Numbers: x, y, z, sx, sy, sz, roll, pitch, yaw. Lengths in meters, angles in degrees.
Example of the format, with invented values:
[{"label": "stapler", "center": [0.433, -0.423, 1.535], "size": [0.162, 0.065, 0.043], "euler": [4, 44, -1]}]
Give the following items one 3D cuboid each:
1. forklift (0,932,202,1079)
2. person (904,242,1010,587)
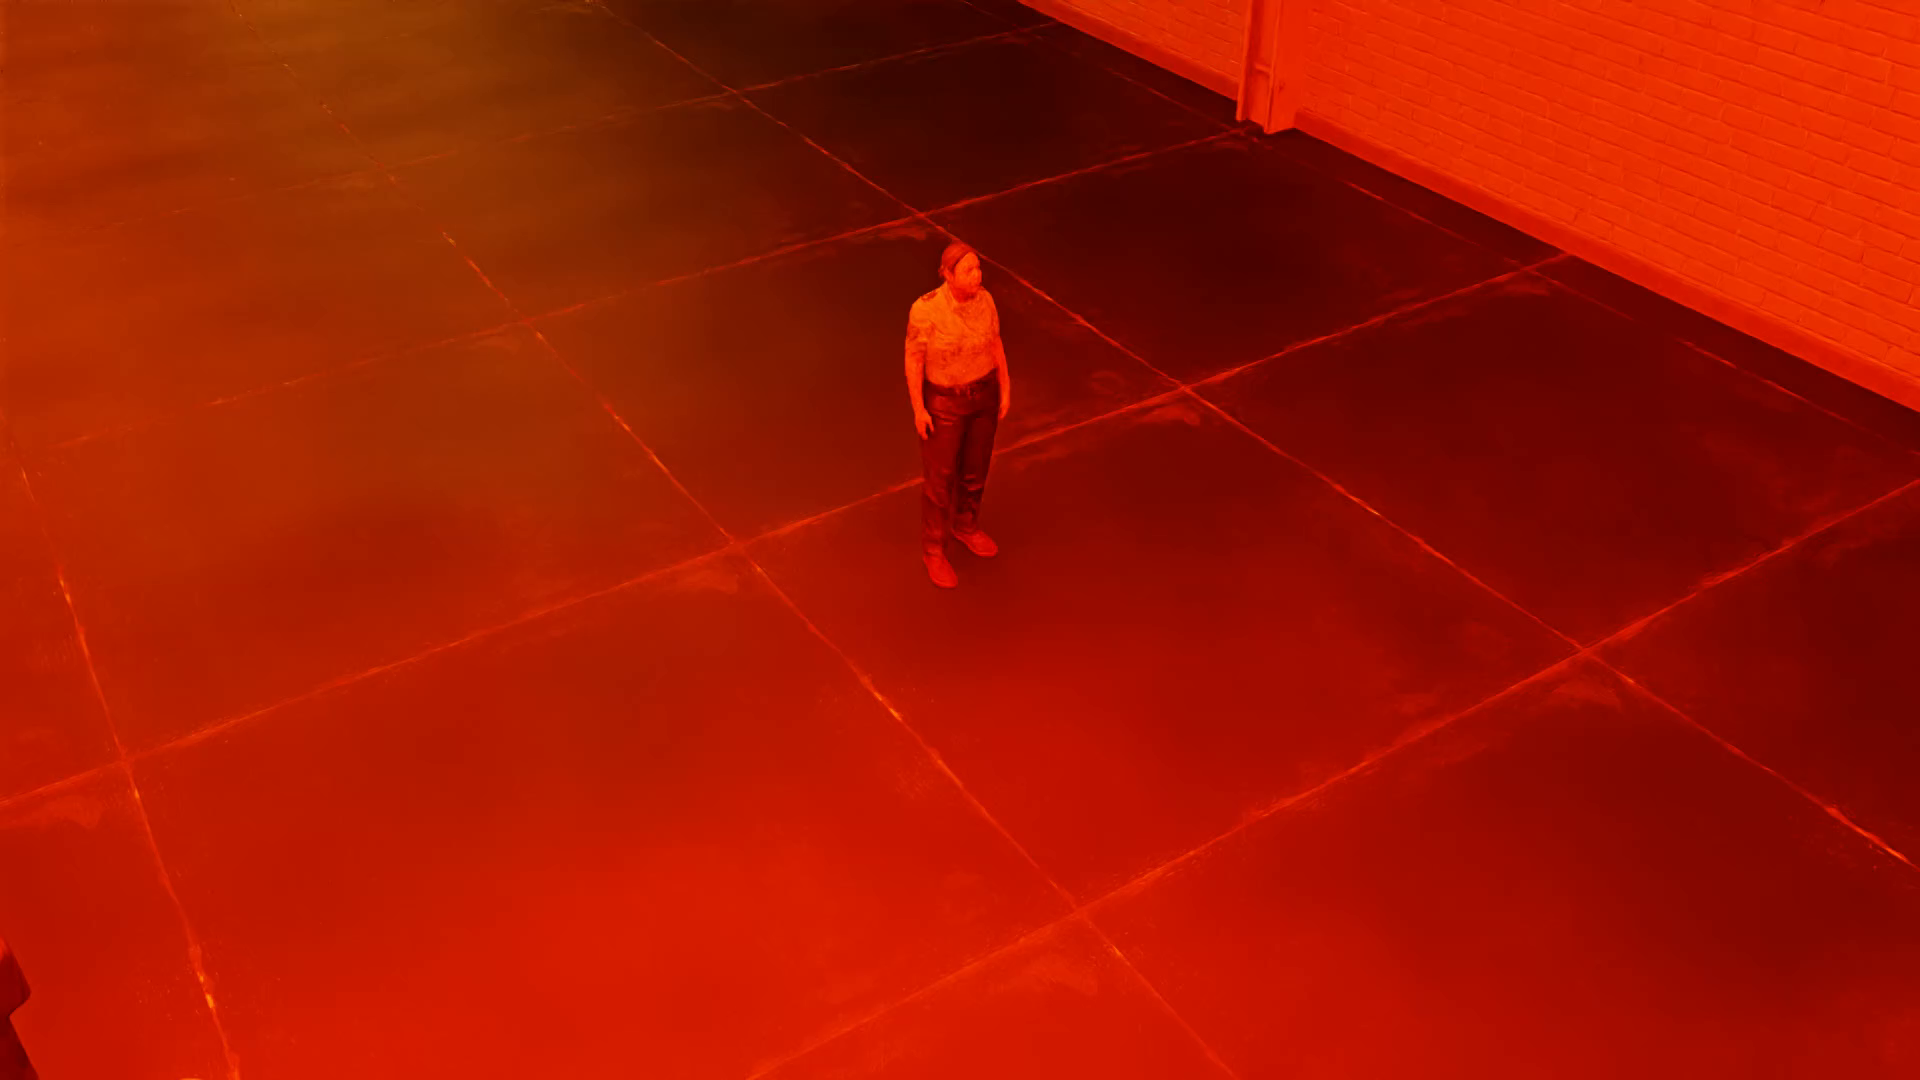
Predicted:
[{"label": "forklift", "center": [-2.333, 2.069, 3.203], "size": [1.130, 2.935, 3.031], "euler": [13, 37, 18]}, {"label": "person", "center": [0.030, -0.624, 8.151], "size": [0.599, 1.637, 0.502], "euler": [-21, 40, -27]}]
